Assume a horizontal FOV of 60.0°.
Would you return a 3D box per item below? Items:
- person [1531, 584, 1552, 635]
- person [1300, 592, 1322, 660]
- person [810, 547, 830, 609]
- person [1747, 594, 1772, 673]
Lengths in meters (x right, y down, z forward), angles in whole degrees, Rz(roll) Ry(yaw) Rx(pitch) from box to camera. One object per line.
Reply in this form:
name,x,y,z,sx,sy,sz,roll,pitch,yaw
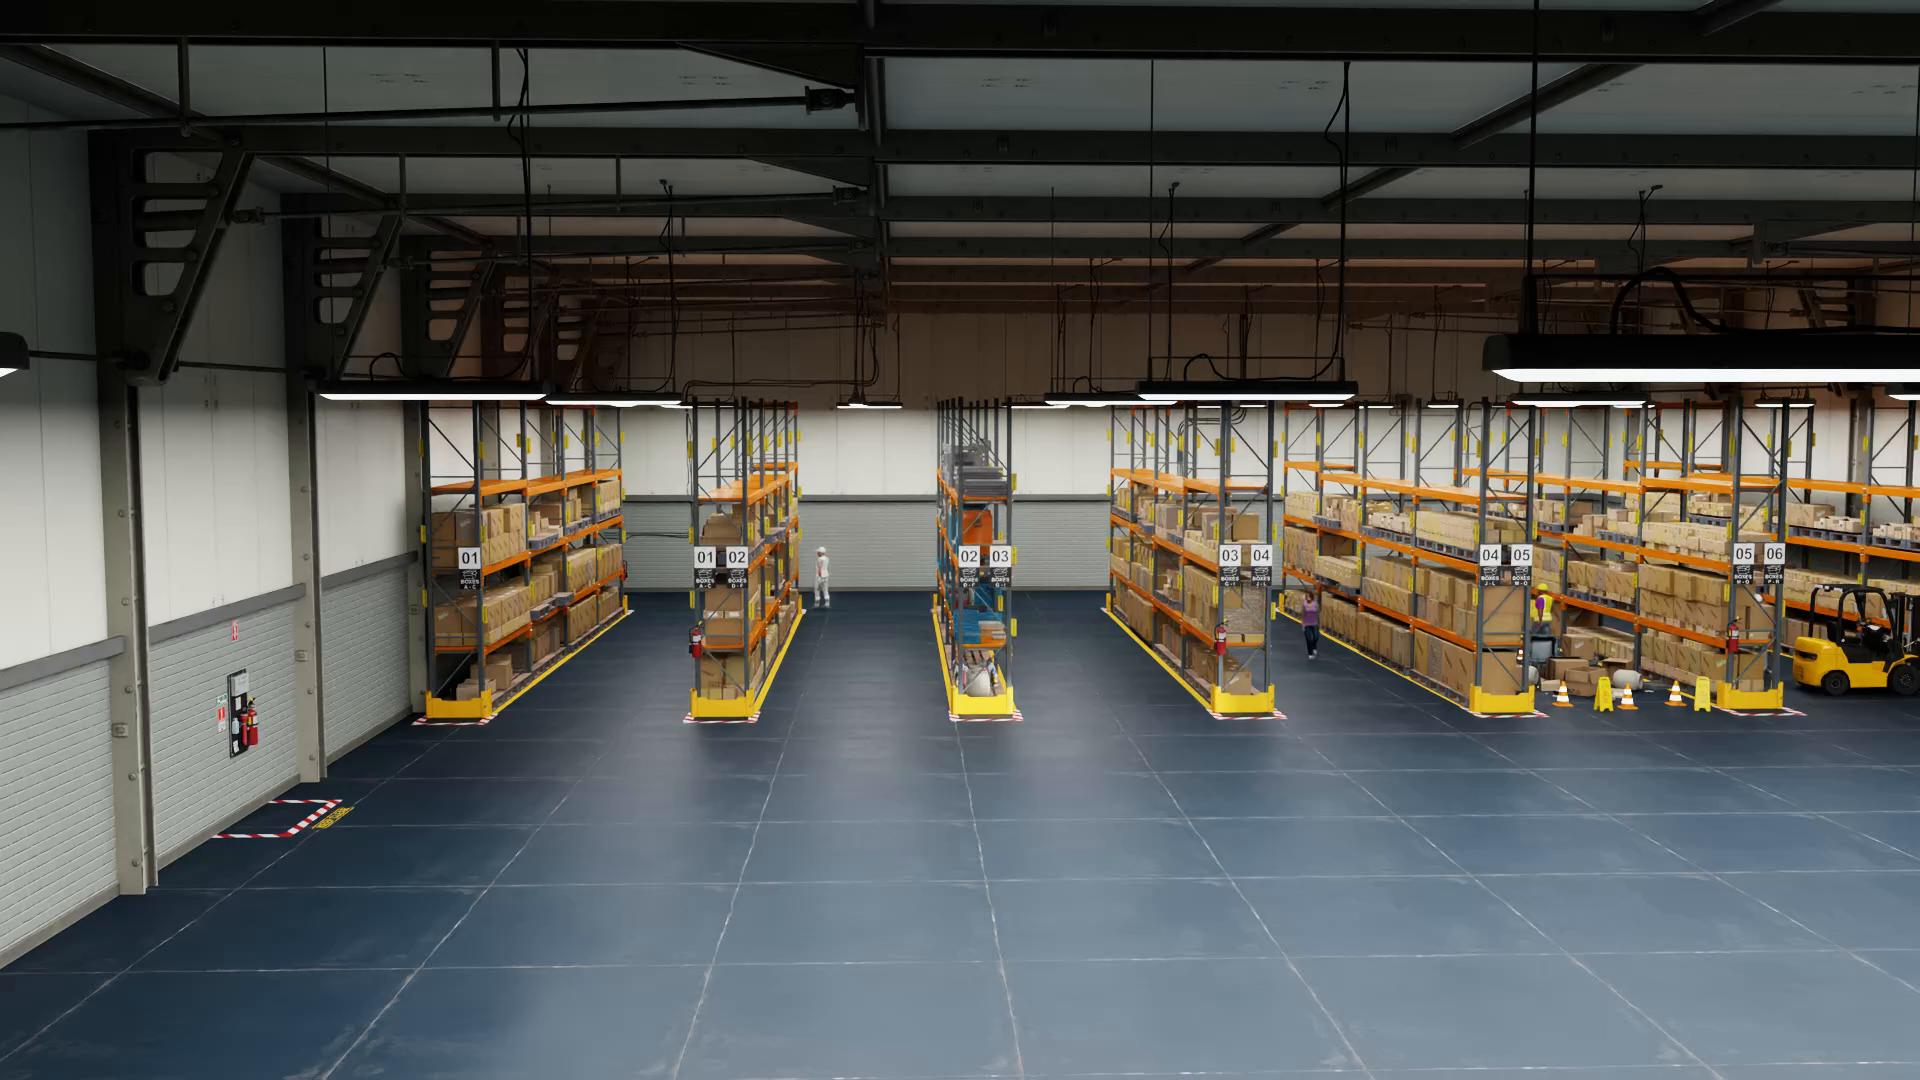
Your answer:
person,13.454,1.910,38.278,0.536,1.804,0.604,-1,5,-14
person,8.124,1.973,38.463,0.497,1.579,0.455,1,5,12
person,-4.050,1.115,48.230,0.615,1.821,0.613,3,5,31
person,17.321,2.058,36.111,0.573,1.770,0.535,0,4,2
